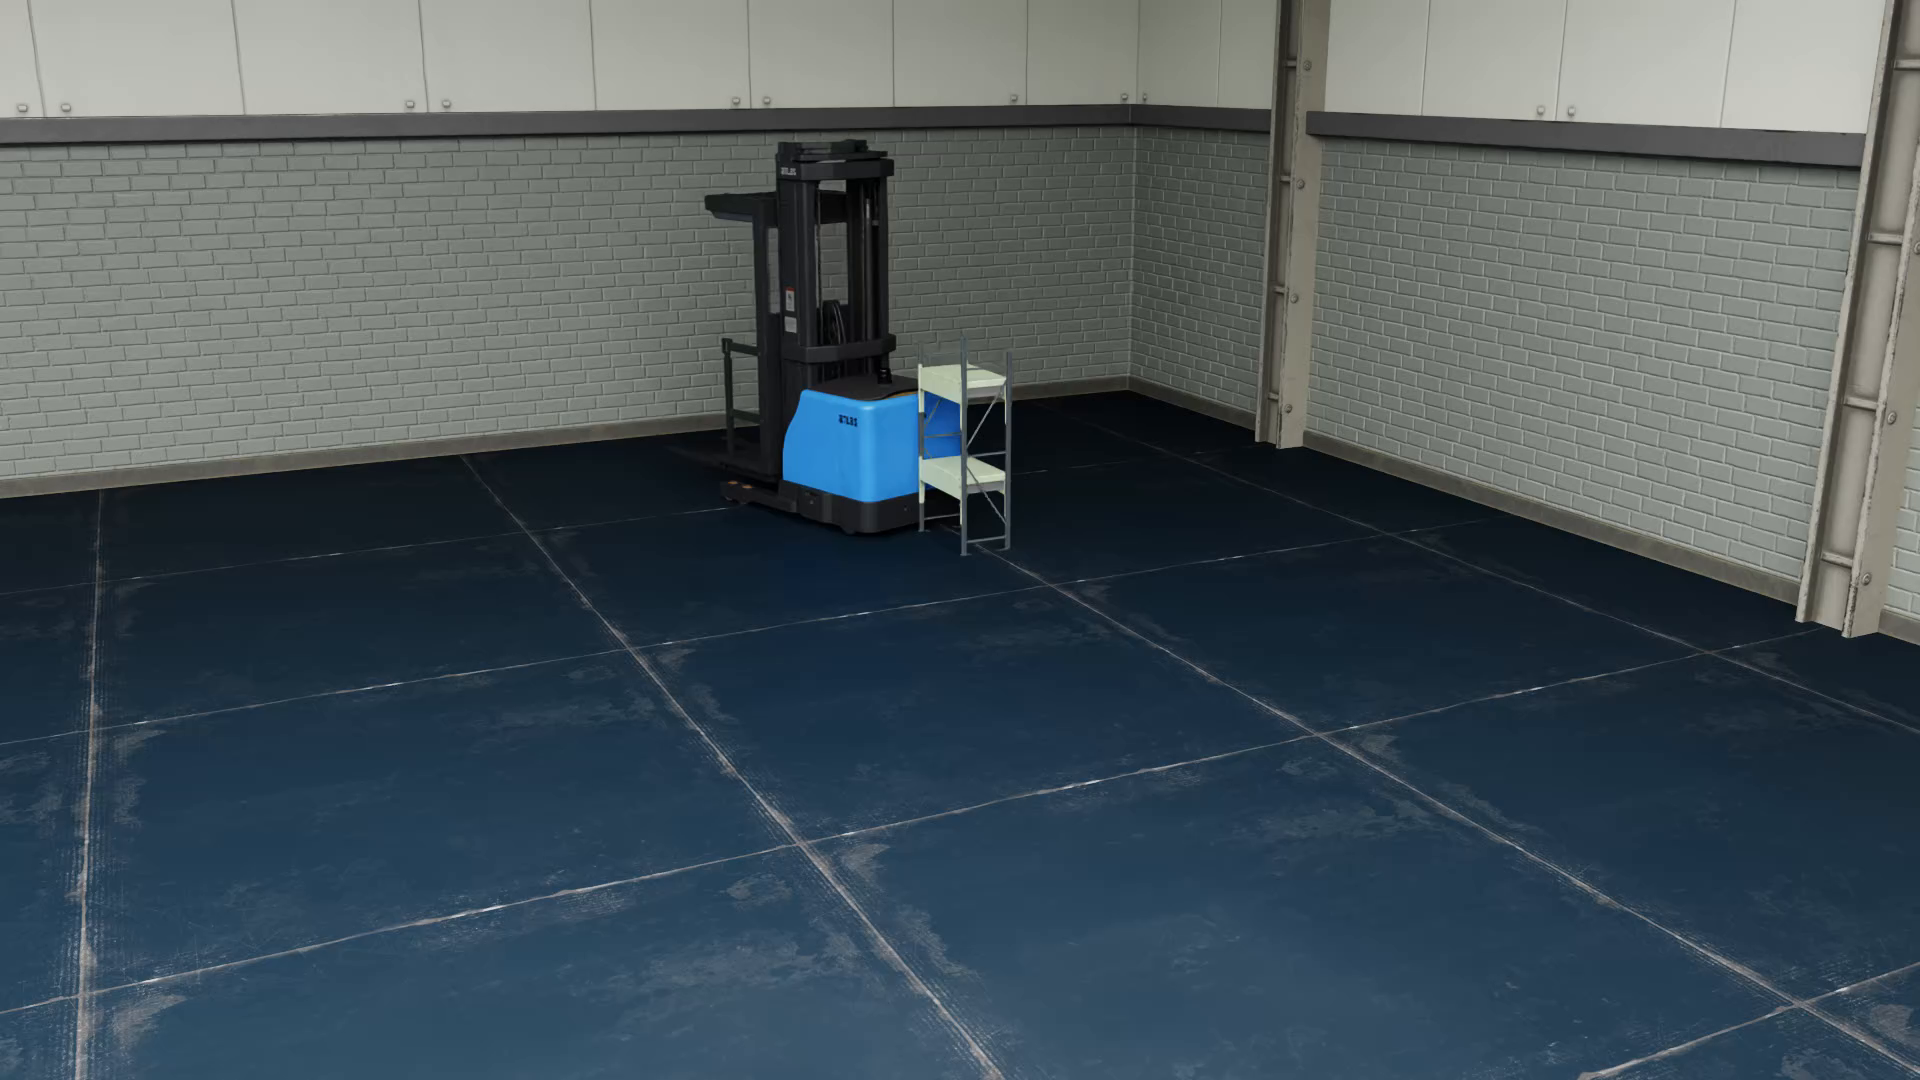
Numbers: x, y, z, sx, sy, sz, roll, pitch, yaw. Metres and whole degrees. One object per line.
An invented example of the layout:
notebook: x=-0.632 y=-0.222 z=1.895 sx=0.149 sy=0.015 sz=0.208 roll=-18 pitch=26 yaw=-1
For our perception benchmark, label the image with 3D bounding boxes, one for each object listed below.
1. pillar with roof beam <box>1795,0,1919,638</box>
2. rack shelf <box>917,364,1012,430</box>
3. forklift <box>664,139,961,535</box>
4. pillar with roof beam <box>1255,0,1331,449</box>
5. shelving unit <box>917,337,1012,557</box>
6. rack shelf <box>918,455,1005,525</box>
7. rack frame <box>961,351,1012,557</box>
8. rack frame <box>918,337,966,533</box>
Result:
pillar with roof beam: x=1.835 y=-3.249 z=7.759 sx=9.100 sy=9.000 sz=0.400 roll=-8 pitch=18 yaw=-25
rack shelf: x=0.029 y=-1.090 z=12.415 sx=0.431 sy=0.370 sz=0.720 roll=-8 pitch=18 yaw=-25
forklift: x=-1.356 y=-1.782 z=13.645 sx=1.130 sy=2.935 sz=3.031 roll=-15 pitch=22 yaw=-41
pillar with roof beam: x=-0.794 y=-4.737 z=12.943 sx=9.100 sy=9.000 sz=0.400 roll=-8 pitch=18 yaw=-25
shelving unit: x=0.029 y=-0.715 z=12.522 sx=0.431 sy=1.500 sz=0.755 roll=-8 pitch=18 yaw=-25
rack shelf: x=0.029 y=-0.401 z=12.612 sx=0.431 sy=0.370 sz=0.720 roll=-8 pitch=18 yaw=-25
rack frame: x=0.193 y=-0.624 z=12.208 sx=0.400 sy=1.500 sz=0.023 roll=-8 pitch=18 yaw=-25
rack frame: x=-0.135 y=-0.805 z=12.837 sx=0.400 sy=1.500 sz=0.023 roll=-8 pitch=18 yaw=-25
